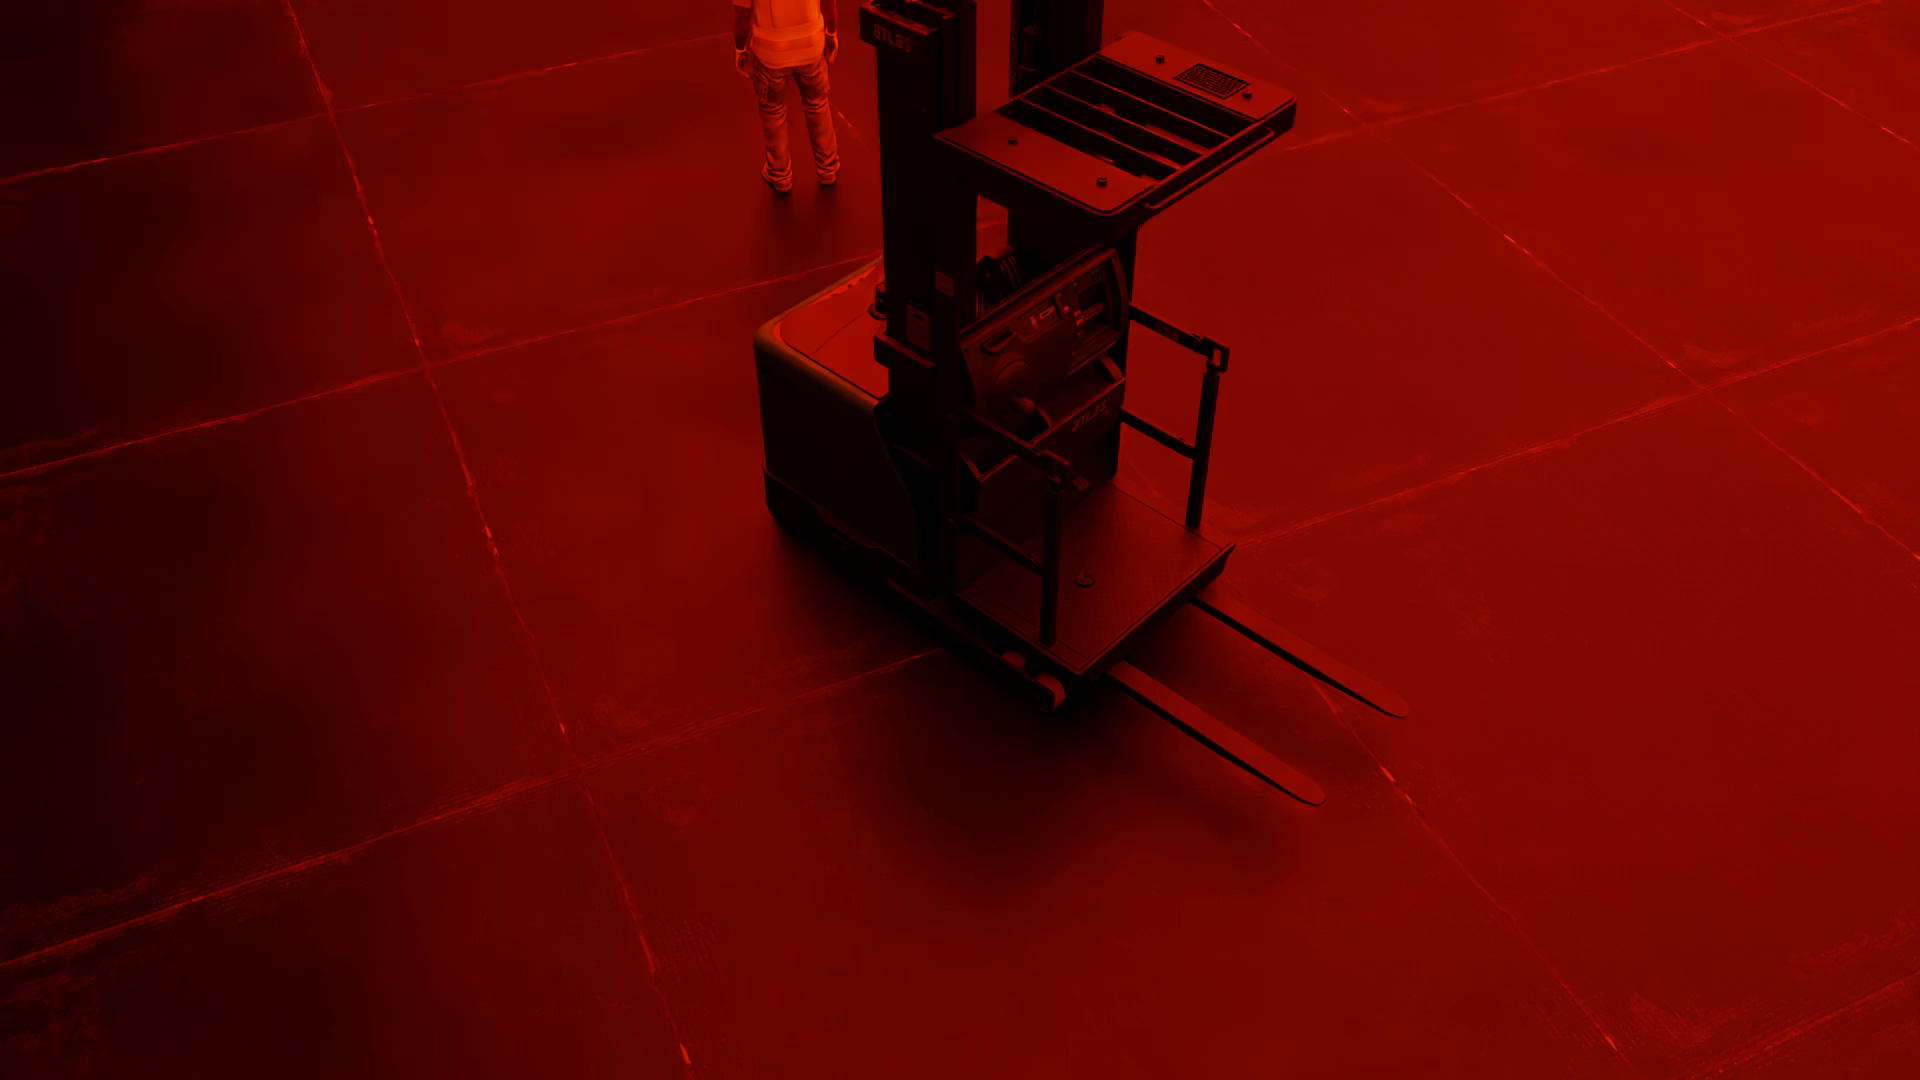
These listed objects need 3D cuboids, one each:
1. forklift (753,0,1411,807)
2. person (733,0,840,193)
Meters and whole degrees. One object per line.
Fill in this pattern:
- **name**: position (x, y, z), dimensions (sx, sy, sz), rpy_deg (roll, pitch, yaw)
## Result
- **forklift**: position (0.500, -0.753, 6.487), dimensions (3.031, 2.935, 1.130), rpy_deg (32, 52, 30)
- **person**: position (-0.999, -2.850, 9.586), dimensions (0.620, 1.773, 0.449), rpy_deg (-13, 45, -14)
